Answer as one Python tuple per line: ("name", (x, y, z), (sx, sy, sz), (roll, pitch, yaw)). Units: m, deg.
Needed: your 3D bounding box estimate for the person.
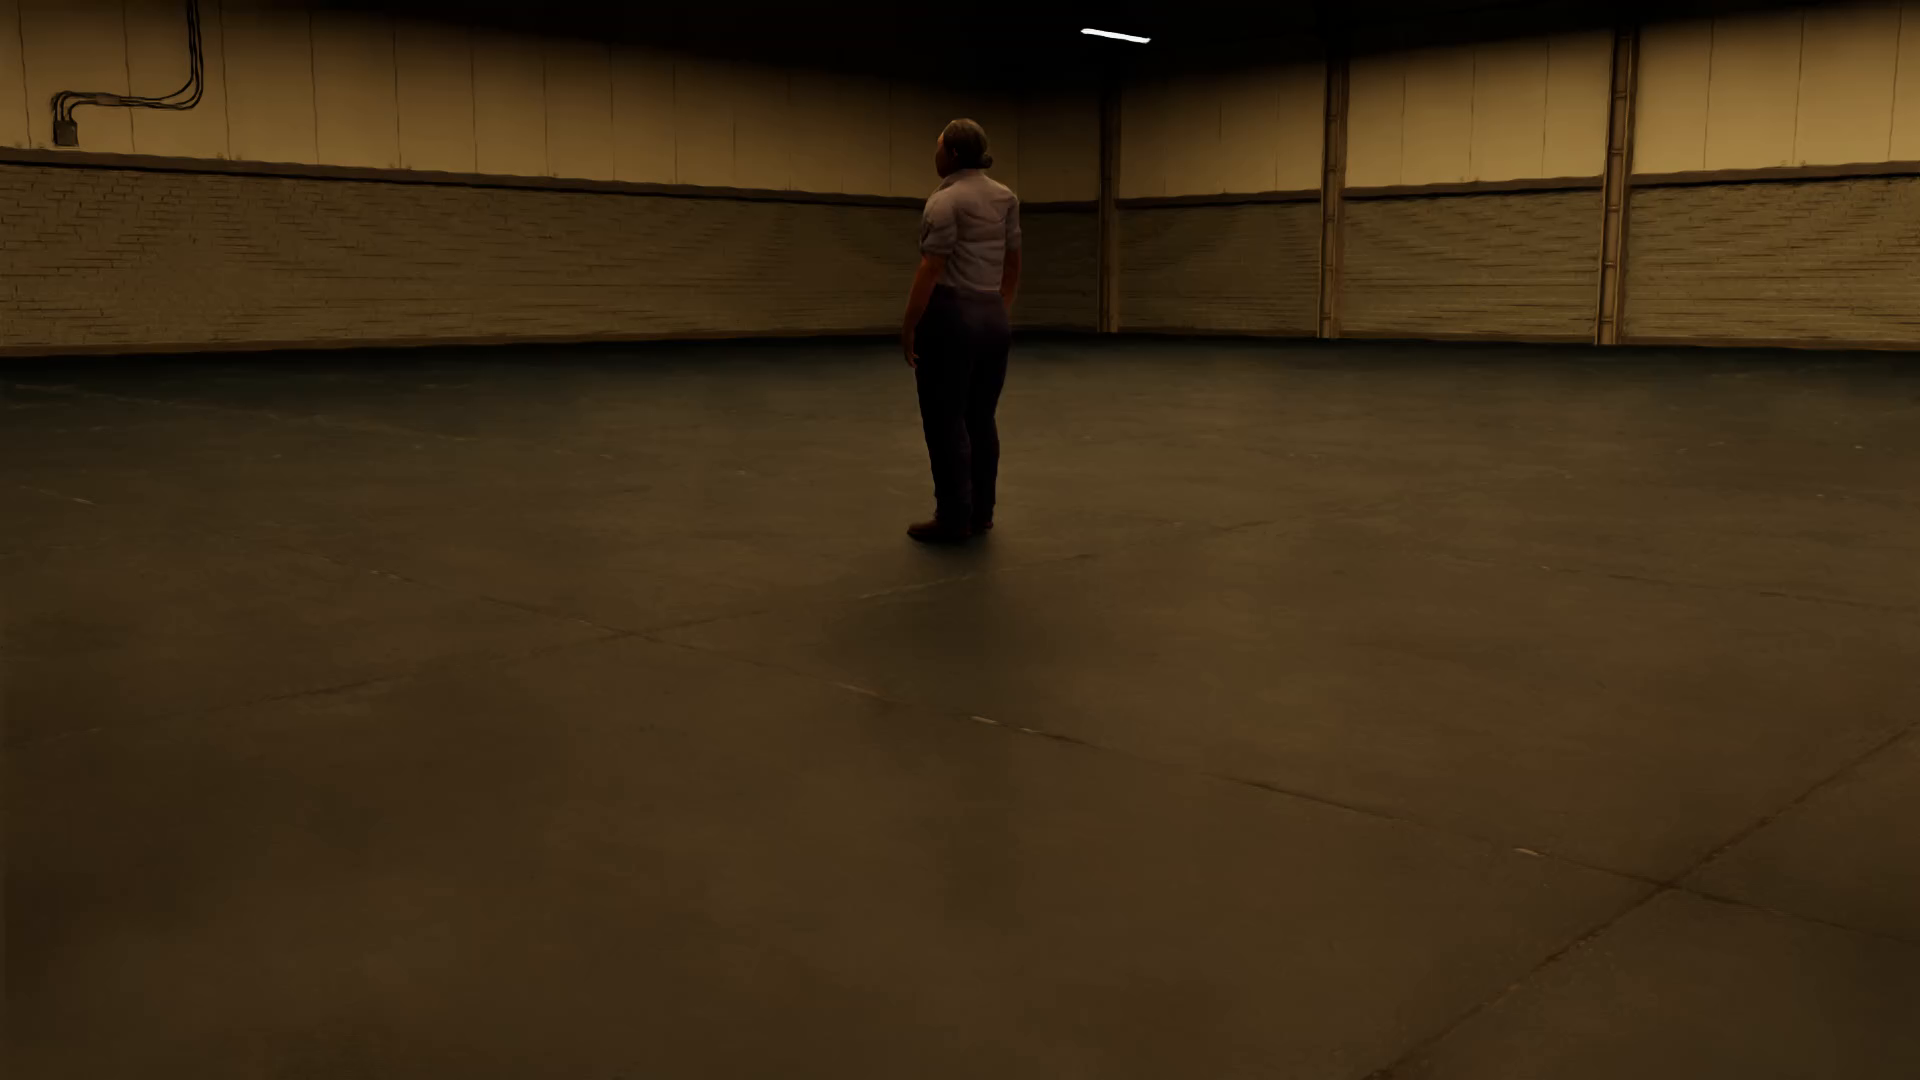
("person", (-0.049, -0.834, 6.671), (0.502, 1.650, 0.599), (8, 12, 43))
